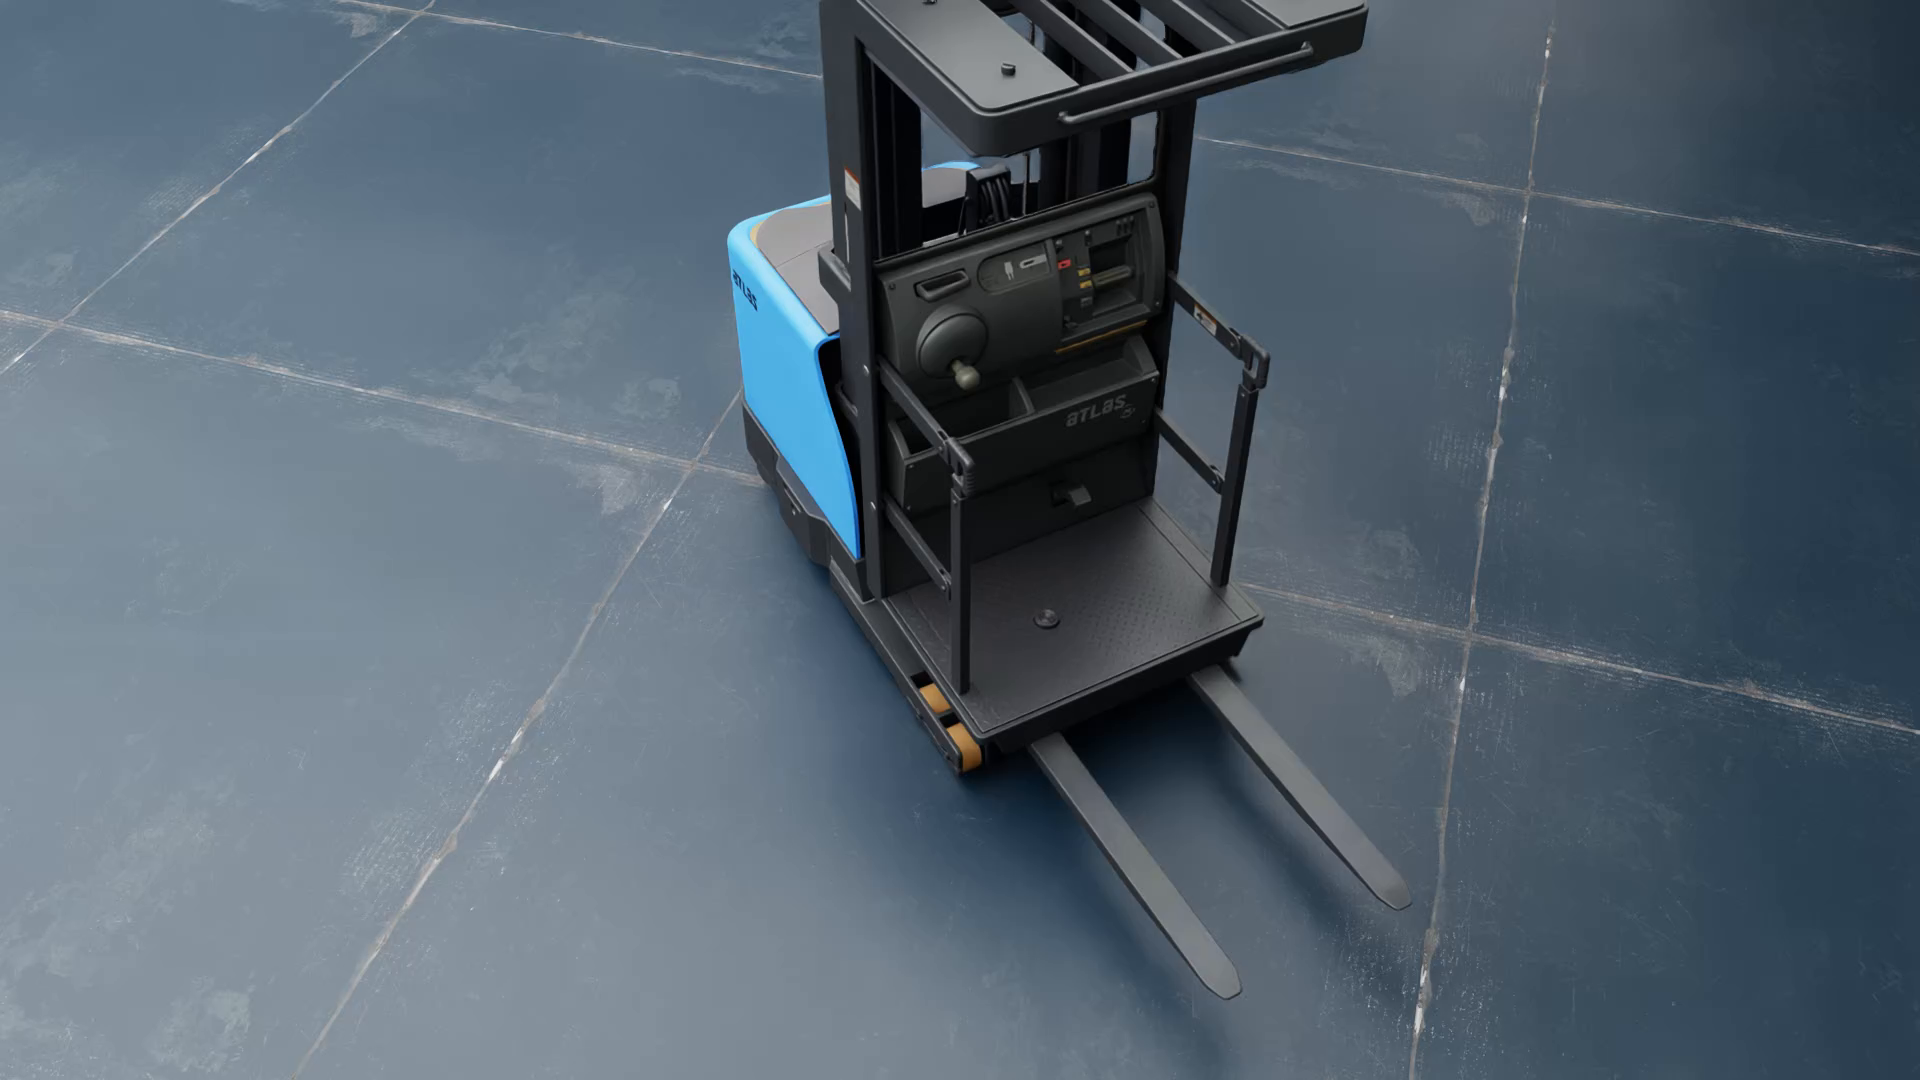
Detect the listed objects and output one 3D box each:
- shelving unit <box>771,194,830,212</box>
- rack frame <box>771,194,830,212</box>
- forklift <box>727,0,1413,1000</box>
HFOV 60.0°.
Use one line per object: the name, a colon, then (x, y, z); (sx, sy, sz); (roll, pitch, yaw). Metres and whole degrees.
shelving unit: (-0.552, -0.889, 6.515); (0.258, 0.900, 0.210); (-21, 48, -20)
rack frame: (-0.600, -0.951, 6.579); (0.240, 0.900, 0.006); (-21, 48, -20)
forklift: (0.309, -0.650, 4.818); (1.130, 2.935, 3.031); (-21, 48, -20)
